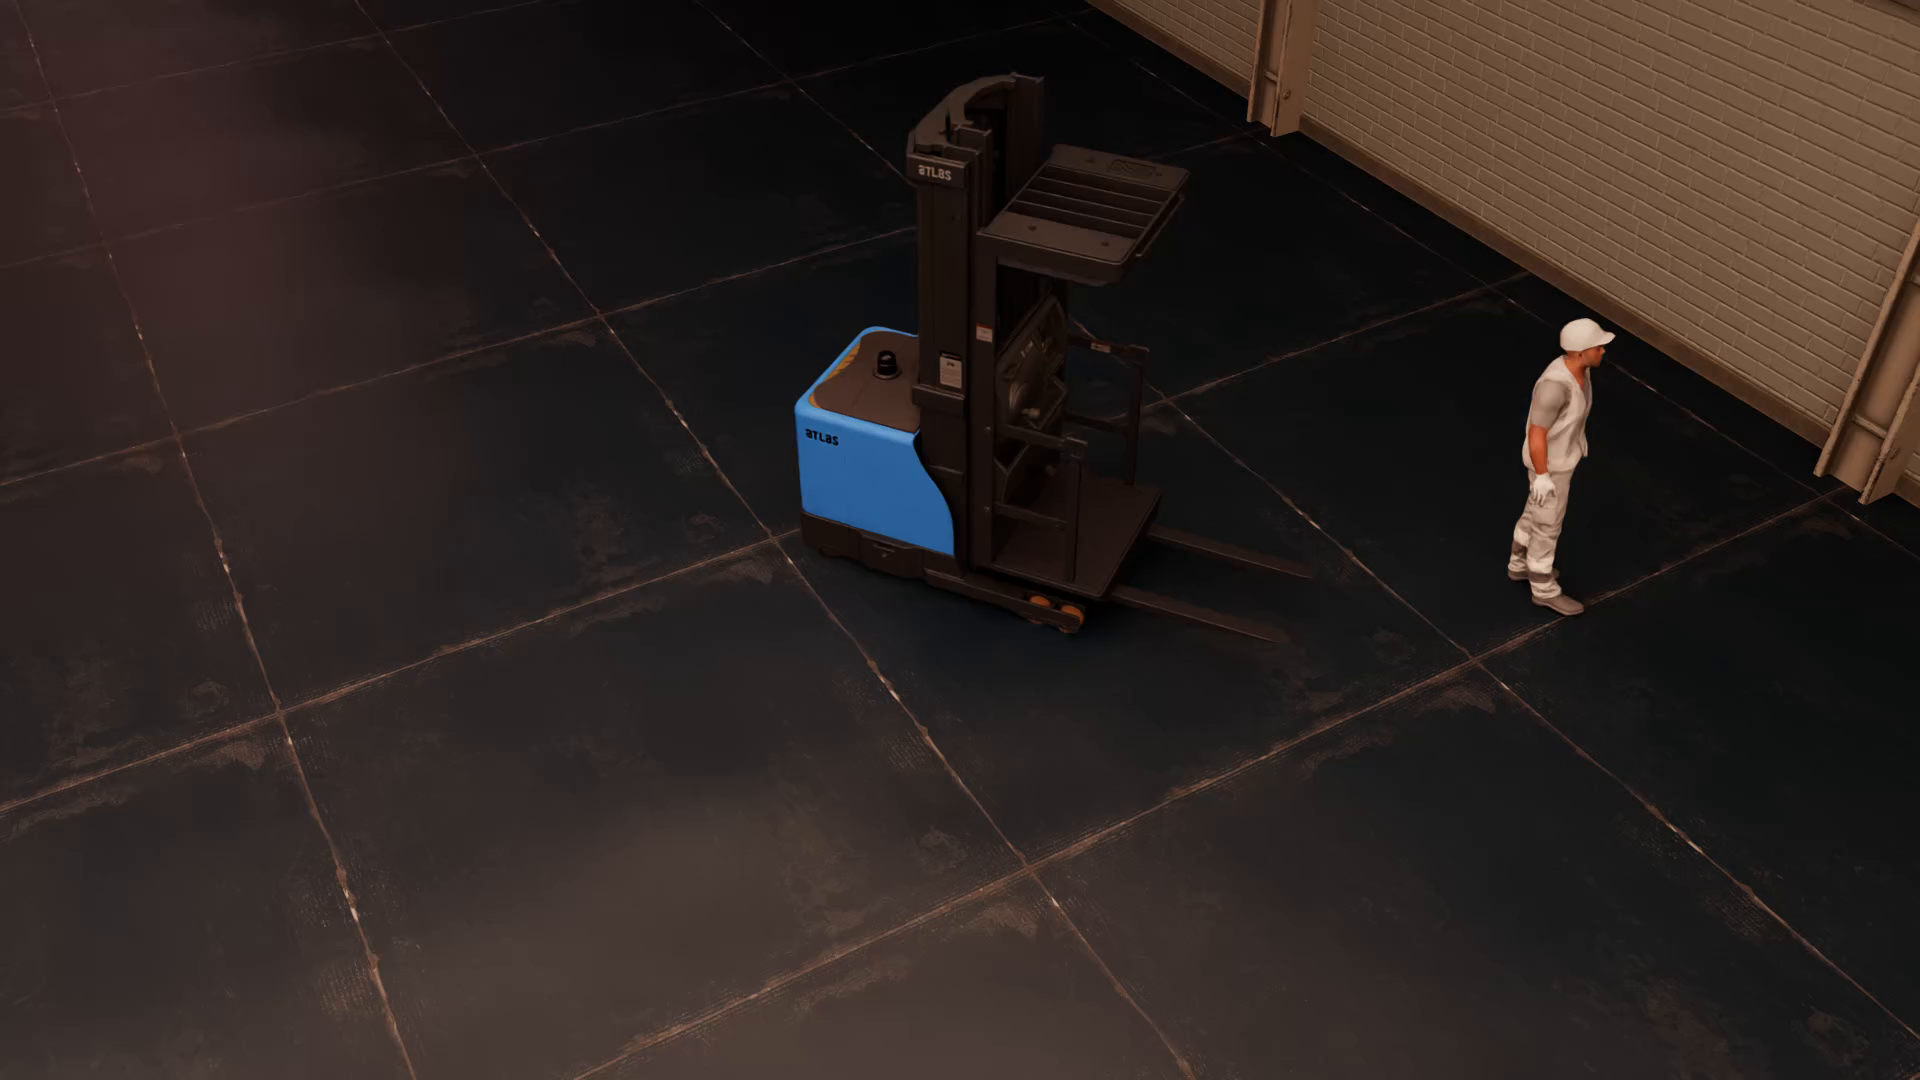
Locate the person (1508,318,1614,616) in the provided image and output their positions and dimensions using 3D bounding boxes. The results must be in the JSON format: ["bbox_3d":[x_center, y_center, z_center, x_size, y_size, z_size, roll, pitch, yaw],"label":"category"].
[{"bbox_3d":[3.480,-0.422,9.436,0.613,1.790,0.656,22,45,24],"label":"person"}]

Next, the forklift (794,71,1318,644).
[{"bbox_3d":[0.585,-0.973,9.209,3.031,2.935,1.130,16,42,19],"label":"forklift"}]
